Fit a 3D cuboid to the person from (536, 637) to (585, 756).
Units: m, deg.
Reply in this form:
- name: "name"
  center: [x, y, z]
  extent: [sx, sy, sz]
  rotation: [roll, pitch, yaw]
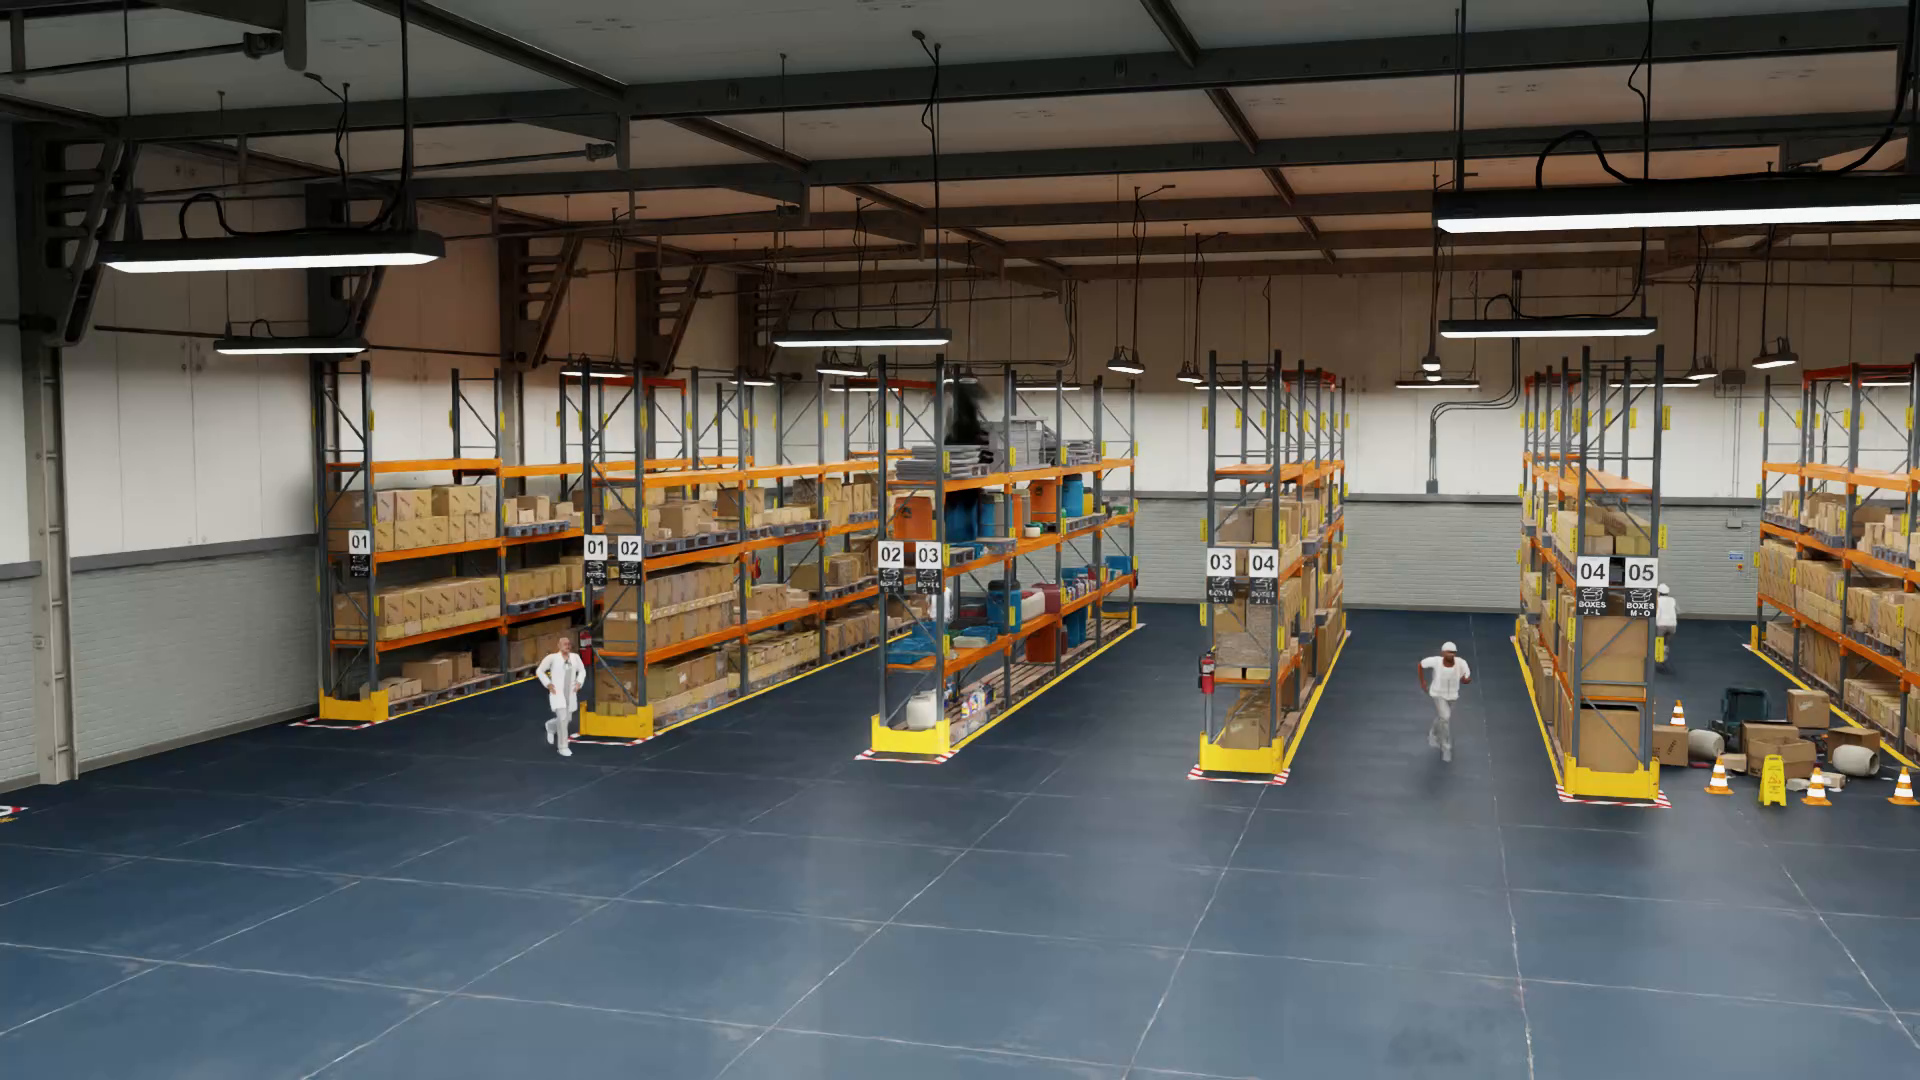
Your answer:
- name: "person"
  center: [-6.043, 2.353, 25.240]
  extent: [0.747, 1.779, 0.893]
  rotation: [-3, 5, -39]

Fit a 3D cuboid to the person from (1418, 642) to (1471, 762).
- name: "person"
  center: [7.212, 2.374, 24.838]
  extent: [0.684, 1.774, 0.964]
  rotation: [-1, 4, -9]

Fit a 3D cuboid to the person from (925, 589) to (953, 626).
- name: "person"
  center: [-0.403, 1.652, 34.931]
  extent: [0.683, 1.729, 0.849]
  rotation: [0, 4, 3]

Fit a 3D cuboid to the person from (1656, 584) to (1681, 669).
- name: "person"
  center: [14.214, 1.757, 33.573]
  extent: [0.645, 1.719, 0.746]
  rotation: [1, 4, 9]
